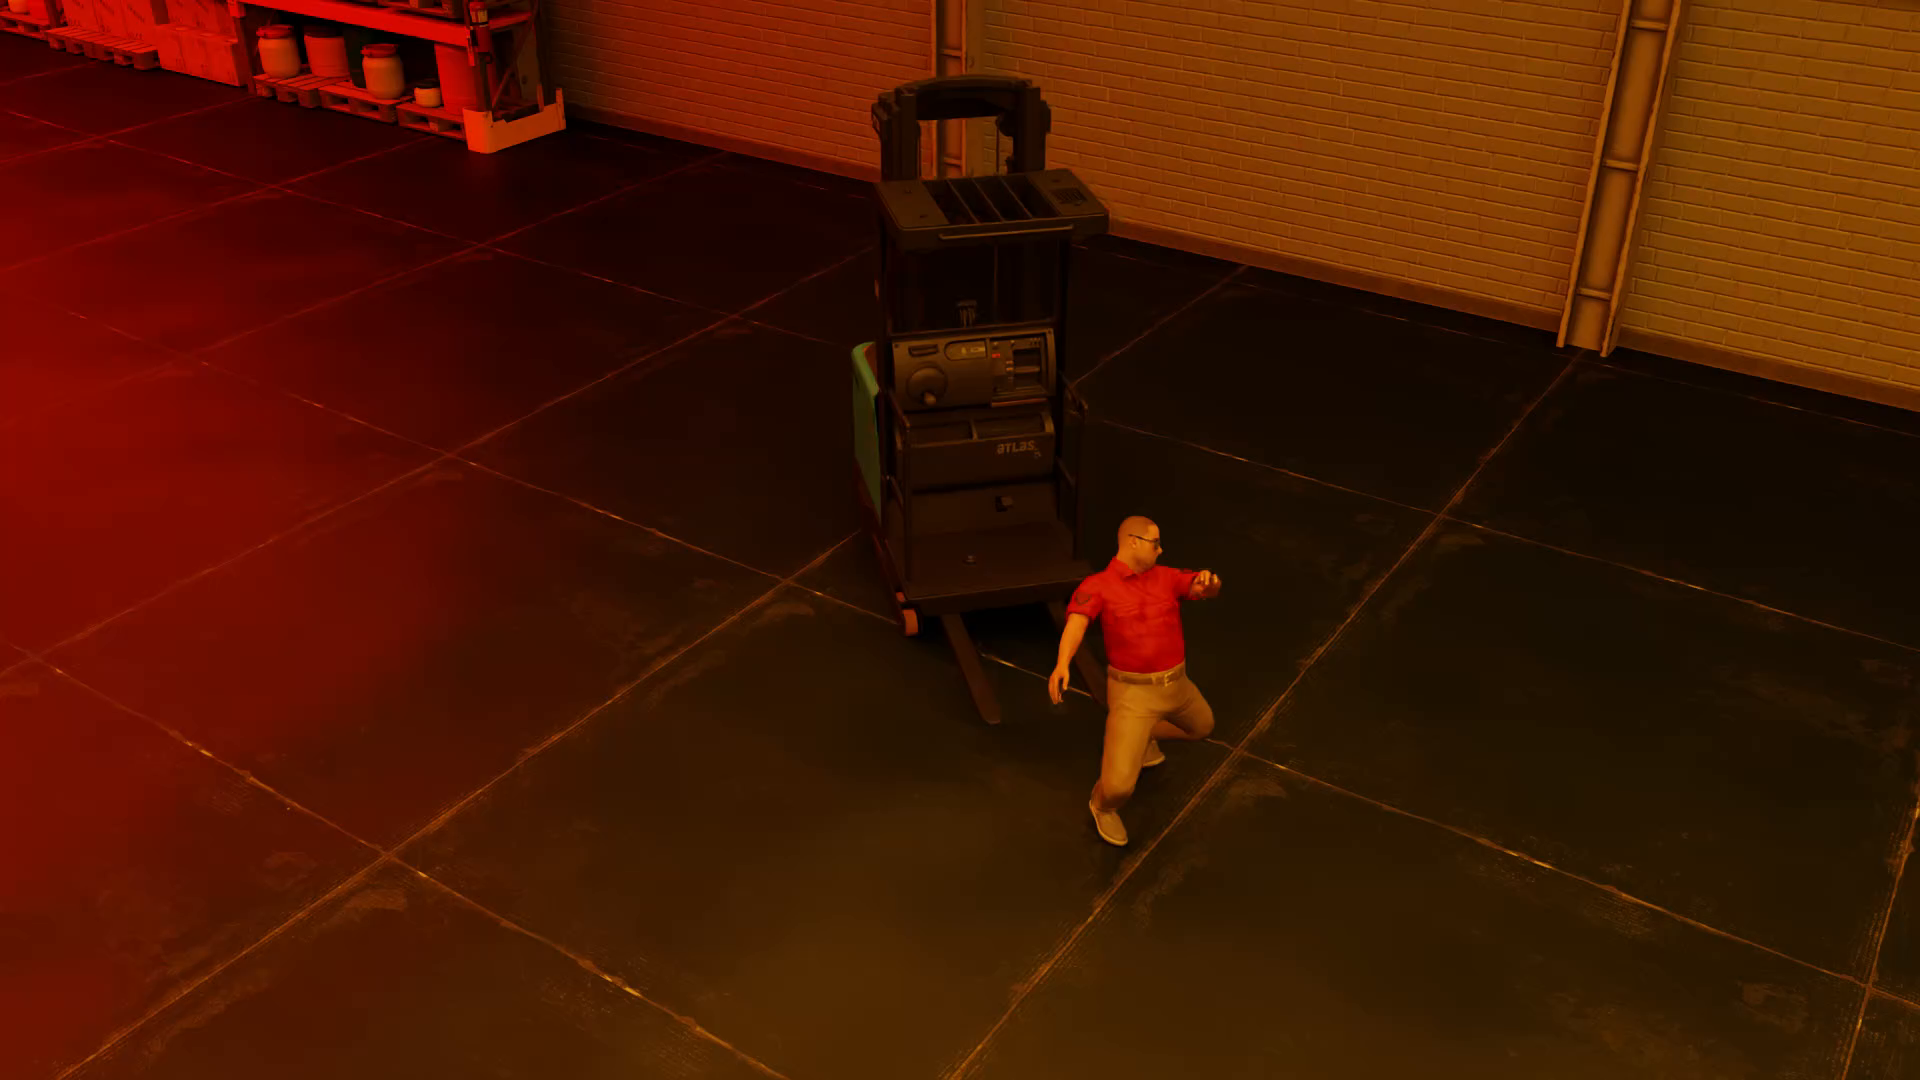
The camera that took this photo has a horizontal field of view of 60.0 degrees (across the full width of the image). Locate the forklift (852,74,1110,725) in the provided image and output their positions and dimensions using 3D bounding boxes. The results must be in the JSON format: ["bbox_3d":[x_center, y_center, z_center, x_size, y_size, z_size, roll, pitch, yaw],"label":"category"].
[{"bbox_3d":[0.133,-0.919,9.164,1.130,2.935,3.031,-7,31,-11],"label":"forklift"}]

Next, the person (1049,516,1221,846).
[{"bbox_3d":[0.758,0.731,7.744,1.079,1.493,0.722,-24,38,-35],"label":"person"}]
